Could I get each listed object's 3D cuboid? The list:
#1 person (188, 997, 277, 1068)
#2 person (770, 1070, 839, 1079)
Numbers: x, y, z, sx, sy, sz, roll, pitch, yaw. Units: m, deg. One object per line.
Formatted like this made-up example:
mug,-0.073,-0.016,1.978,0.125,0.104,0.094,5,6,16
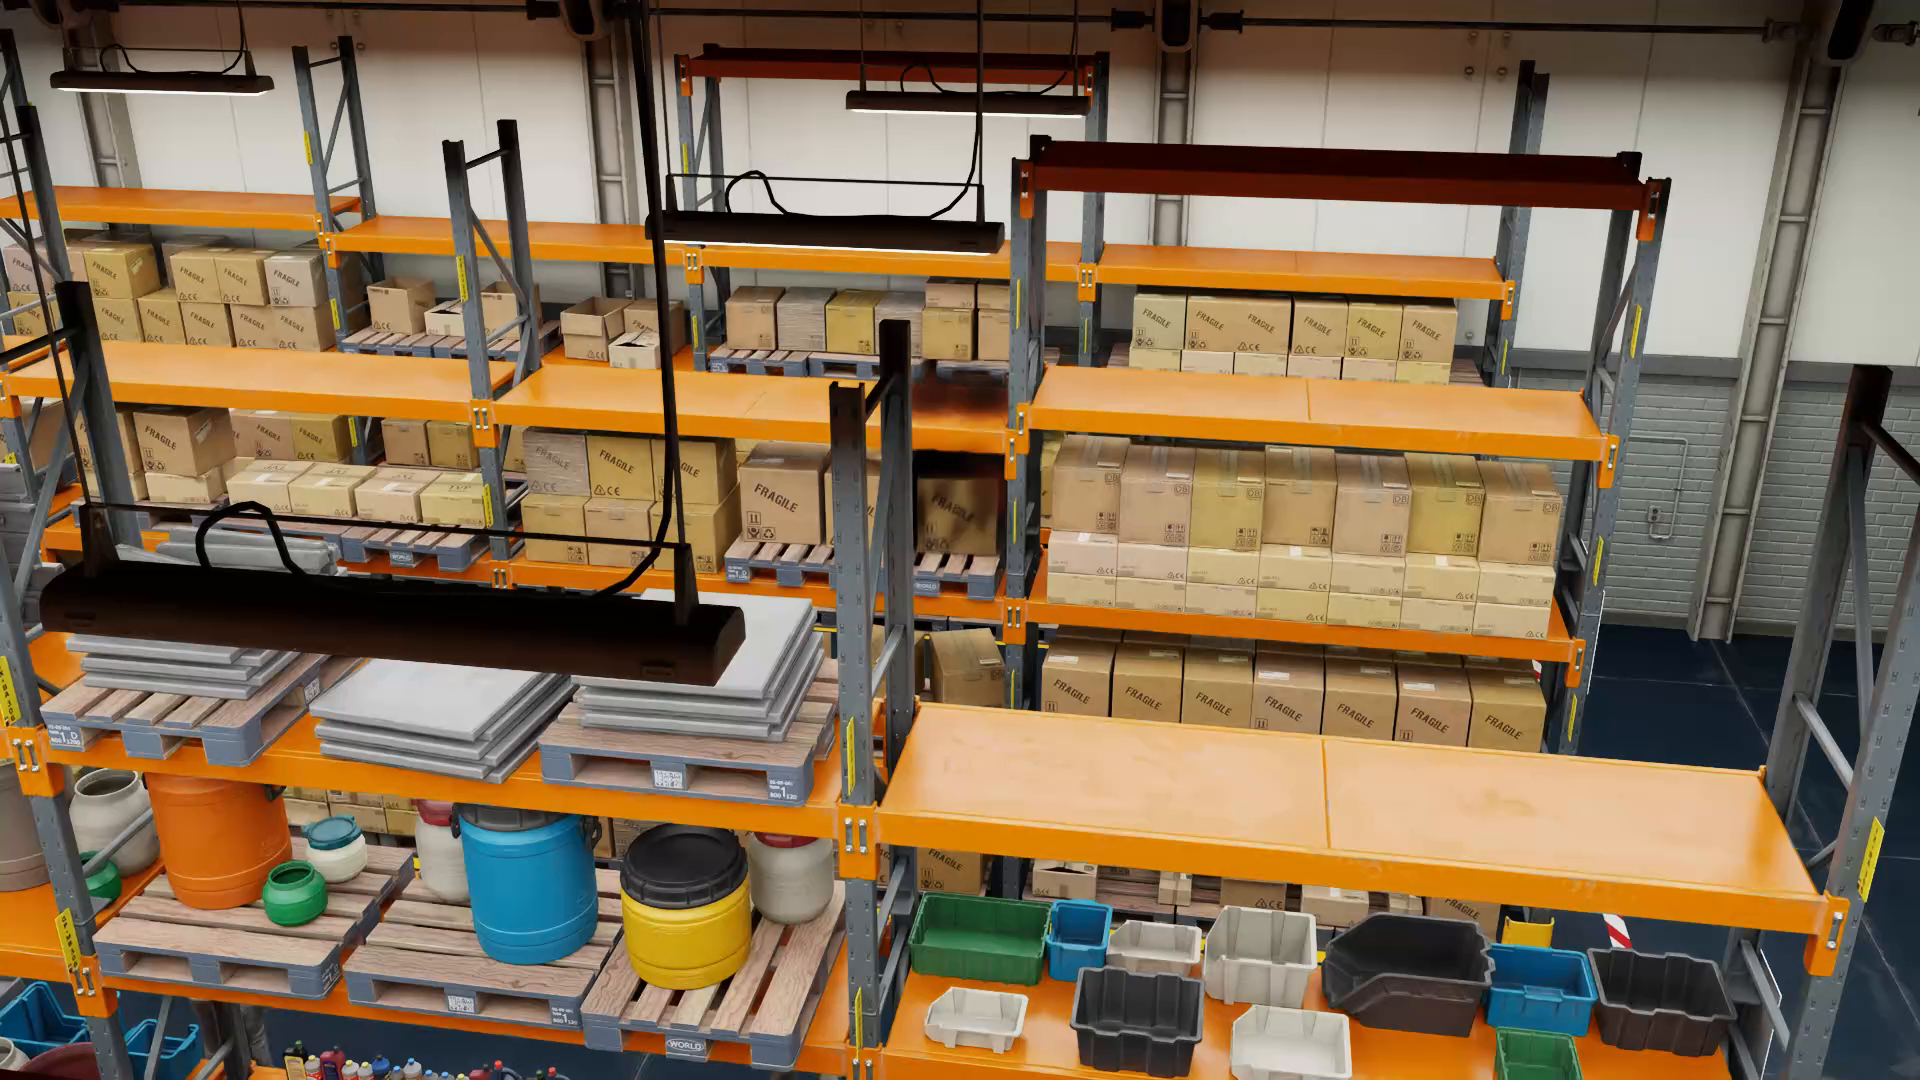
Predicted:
person,-4.879,2.974,11.066,0.581,1.776,0.424,2,23,4
person,-1.025,3.141,10.604,0.698,1.750,0.483,-6,24,-15
